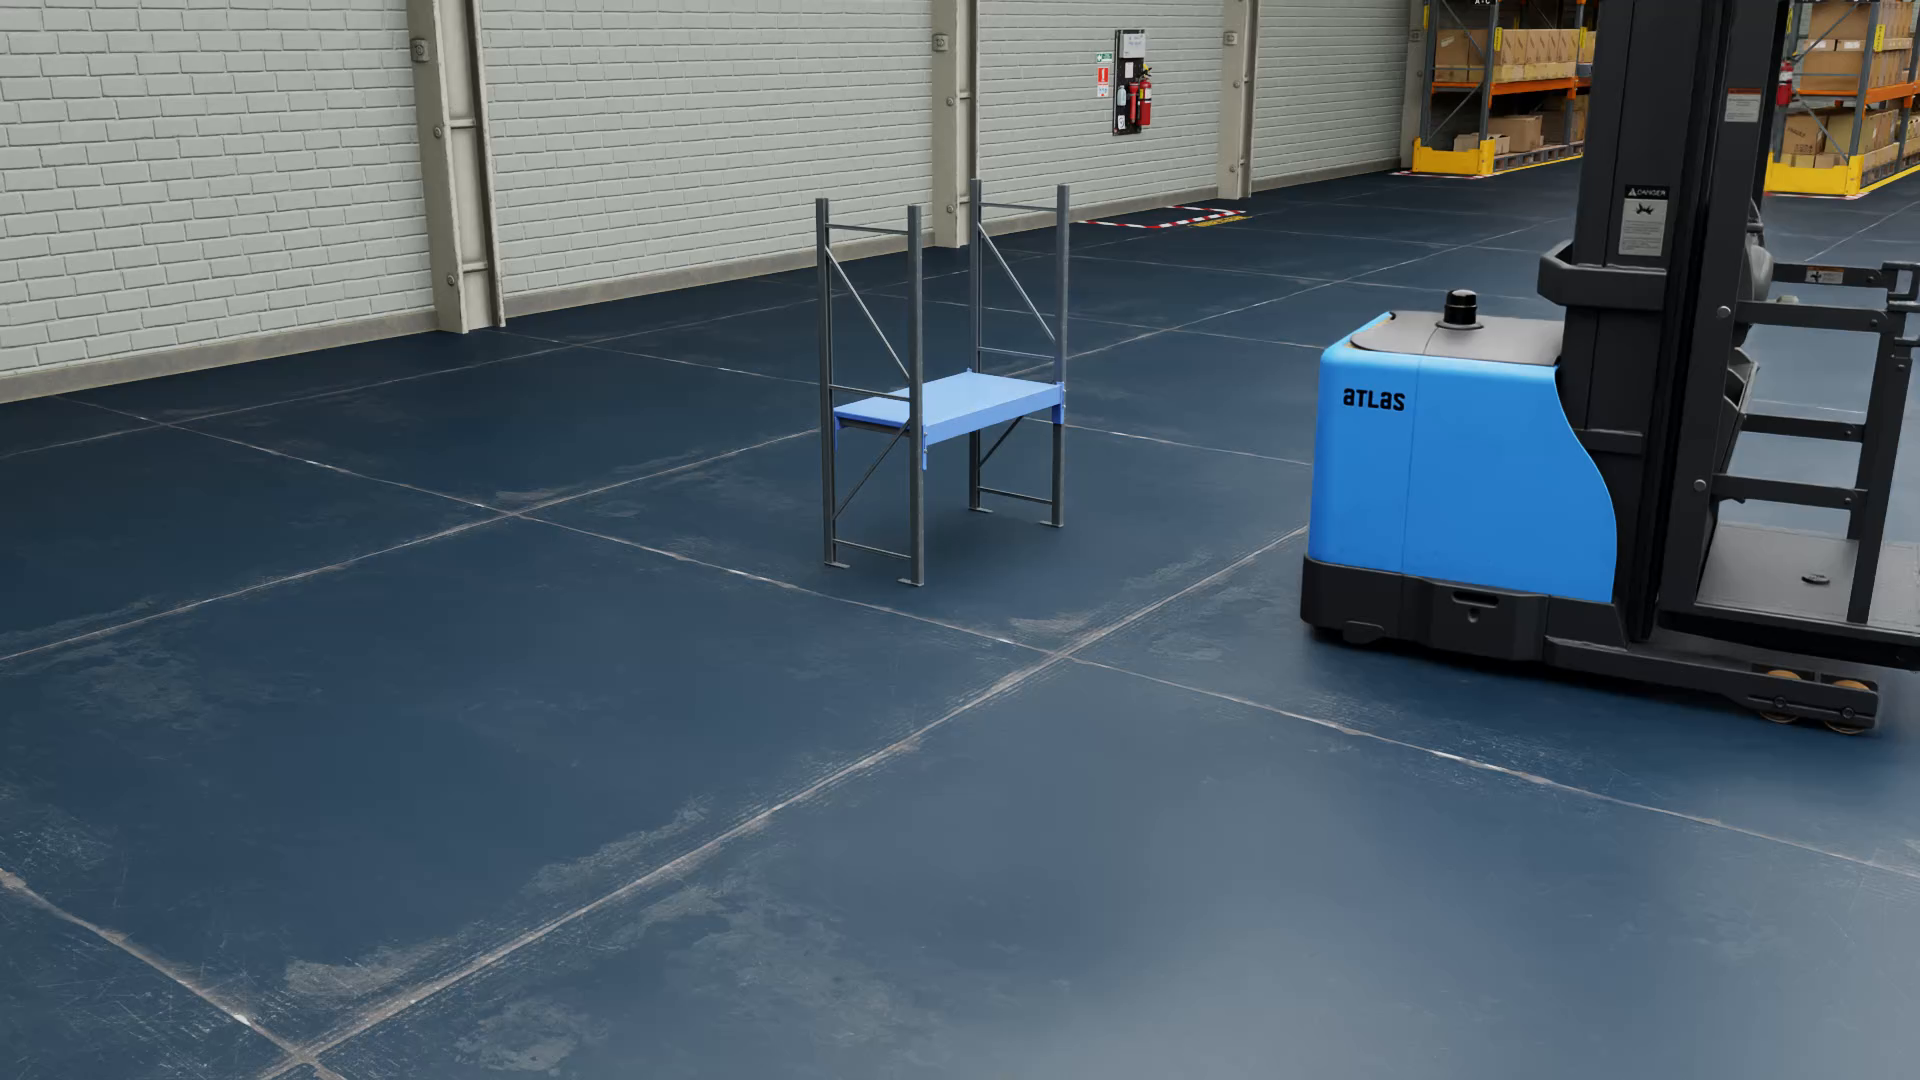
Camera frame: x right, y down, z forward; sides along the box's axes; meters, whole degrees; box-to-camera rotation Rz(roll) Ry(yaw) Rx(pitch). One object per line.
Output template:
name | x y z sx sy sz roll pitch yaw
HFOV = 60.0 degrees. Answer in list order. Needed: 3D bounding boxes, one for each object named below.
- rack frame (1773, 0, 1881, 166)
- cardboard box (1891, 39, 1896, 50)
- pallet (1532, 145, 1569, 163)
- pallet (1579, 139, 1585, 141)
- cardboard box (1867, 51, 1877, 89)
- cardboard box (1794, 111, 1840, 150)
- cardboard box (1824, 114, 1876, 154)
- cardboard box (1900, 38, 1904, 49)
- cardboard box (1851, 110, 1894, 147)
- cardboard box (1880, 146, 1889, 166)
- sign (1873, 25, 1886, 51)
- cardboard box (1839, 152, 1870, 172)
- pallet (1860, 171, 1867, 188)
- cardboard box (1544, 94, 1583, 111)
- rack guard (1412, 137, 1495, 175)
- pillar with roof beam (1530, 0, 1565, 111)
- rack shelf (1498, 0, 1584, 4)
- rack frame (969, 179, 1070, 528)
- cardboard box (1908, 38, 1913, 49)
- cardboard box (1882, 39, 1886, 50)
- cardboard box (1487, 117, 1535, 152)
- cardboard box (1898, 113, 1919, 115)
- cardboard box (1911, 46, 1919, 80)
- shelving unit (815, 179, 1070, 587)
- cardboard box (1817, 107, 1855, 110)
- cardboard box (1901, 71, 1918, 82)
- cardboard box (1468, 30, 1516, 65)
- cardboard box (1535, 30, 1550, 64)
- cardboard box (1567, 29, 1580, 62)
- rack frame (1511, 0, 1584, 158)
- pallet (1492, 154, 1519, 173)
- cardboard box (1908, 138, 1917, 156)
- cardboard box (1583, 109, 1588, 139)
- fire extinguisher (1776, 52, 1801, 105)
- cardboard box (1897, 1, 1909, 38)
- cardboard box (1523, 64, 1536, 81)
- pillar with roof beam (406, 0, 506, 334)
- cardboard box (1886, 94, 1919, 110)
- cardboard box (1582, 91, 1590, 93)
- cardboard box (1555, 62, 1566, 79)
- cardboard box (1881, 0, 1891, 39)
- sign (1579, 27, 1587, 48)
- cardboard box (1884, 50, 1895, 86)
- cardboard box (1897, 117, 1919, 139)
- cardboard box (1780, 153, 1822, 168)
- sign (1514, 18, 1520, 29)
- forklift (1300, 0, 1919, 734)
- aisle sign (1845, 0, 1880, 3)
rack frame | 11.367 -6.098 21.821 1.000 3.000 0.127 12 21 35
cardboard box | 12.847 -6.939 23.269 0.380 0.149 0.250 13 22 36
pallet | 9.398 -6.427 27.584 1.003 0.211 1.213 12 21 35
pallet | 10.959 -7.071 29.656 1.003 0.211 1.213 12 21 35
cardboard box | 11.965 -6.380 22.563 0.700 0.500 0.500 13 22 36
cardboard box | 12.032 -5.764 23.412 0.500 0.500 0.500 12 21 35
cardboard box | 12.162 -5.551 22.725 0.500 0.500 0.500 12 21 35
cardboard box | 13.302 -7.121 23.855 0.380 0.149 0.250 12 21 35
cardboard box | 13.048 -5.910 23.881 0.500 0.500 0.500 12 21 35
cardboard box | 13.058 -5.550 23.985 0.500 0.250 0.500 12 21 35
sign | 11.809 -6.449 21.361 0.100 0.325 0.005 12 21 35
cardboard box | 12.160 -5.193 22.837 0.500 0.250 0.500 12 21 35
pallet | 11.789 -4.956 22.845 1.003 0.211 1.213 12 21 35
cardboard box | 10.455 -7.583 28.813 0.500 0.250 0.500 12 21 34
rack guard | 7.432 -5.796 25.066 1.175 0.500 0.348 12 21 35
pillar with roof beam | 14.142 -10.825 26.929 9.100 9.000 0.400 12 21 35
rack shelf | 8.578 -8.537 25.833 1.077 0.370 4.000 12 21 35
rack frame | 0.252 -0.817 7.346 0.500 1.500 0.032 12 21 35
cardboard box | 13.761 -7.305 24.448 0.380 0.149 0.250 12 21 35
cardboard box | 12.388 -6.757 22.681 0.380 0.149 0.250 12 21 33
cardboard box | 8.688 -6.439 26.394 0.700 0.500 0.500 11 20 31
cardboard box | 15.412 -6.745 26.890 0.500 0.311 0.500 12 21 34
cardboard box | 15.147 -7.648 26.646 0.500 0.500 0.500 11 20 32
shelving unit | -0.051 -0.696 6.956 0.538 1.500 1.048 12 21 35
cardboard box | 12.931 -6.120 24.558 0.500 0.500 0.500 12 21 35
cardboard box | 14.443 -7.105 25.490 0.380 0.149 0.250 12 21 35
cardboard box | 7.913 -7.329 24.740 0.500 0.500 0.500 12 21 35
cardboard box | 8.826 -7.692 25.909 0.500 0.500 0.500 13 22 36
cardboard box | 9.737 -8.054 27.075 0.500 0.500 0.500 12 21 35
rack frame | 9.770 -7.925 27.705 1.000 3.000 0.127 12 21 35
pallet | 7.944 -5.846 25.712 1.003 0.211 1.213 12 21 35
cardboard box | 14.496 -6.112 25.794 0.500 0.250 0.500 13 22 36
cardboard box | 10.799 -7.366 29.378 0.700 0.500 0.500 13 21 35
fire extinguisher | 10.924 -6.115 22.006 0.296 0.674 0.183 12 21 35
cardboard box | 13.191 -7.490 23.950 0.700 0.500 0.500 12 21 35
cardboard box | 8.539 -7.217 25.644 0.500 0.250 0.500 12 21 34
pillar with roof beam | -0.159 -5.109 8.521 9.100 9.000 0.400 12 21 35
cardboard box | 16.533 -7.656 29.048 0.500 0.250 0.500 13 22 37
cardboard box | 11.376 -7.947 29.984 0.500 0.250 0.500 13 21 36
cardboard box | 9.428 -7.579 26.811 0.500 0.250 0.500 13 21 35
cardboard box | 12.296 -7.133 22.799 0.700 0.500 0.500 13 21 35
sign | 10.210 -8.244 27.274 0.100 0.325 0.005 12 21 35
cardboard box | 12.880 -6.746 23.740 0.700 0.500 0.500 13 21 35
cardboard box | 14.499 -6.378 25.708 0.500 0.311 0.500 12 21 34
cardboard box | 11.450 -5.165 22.746 0.500 0.250 0.500 12 21 35
sign | 9.322 -8.575 27.847 0.100 0.325 0.005 12 21 35
forklift | 2.795 -0.965 5.410 3.031 2.935 1.130 9 19 26
aisle sign | 11.574 -7.269 21.211 0.394 0.787 0.004 12 21 35
